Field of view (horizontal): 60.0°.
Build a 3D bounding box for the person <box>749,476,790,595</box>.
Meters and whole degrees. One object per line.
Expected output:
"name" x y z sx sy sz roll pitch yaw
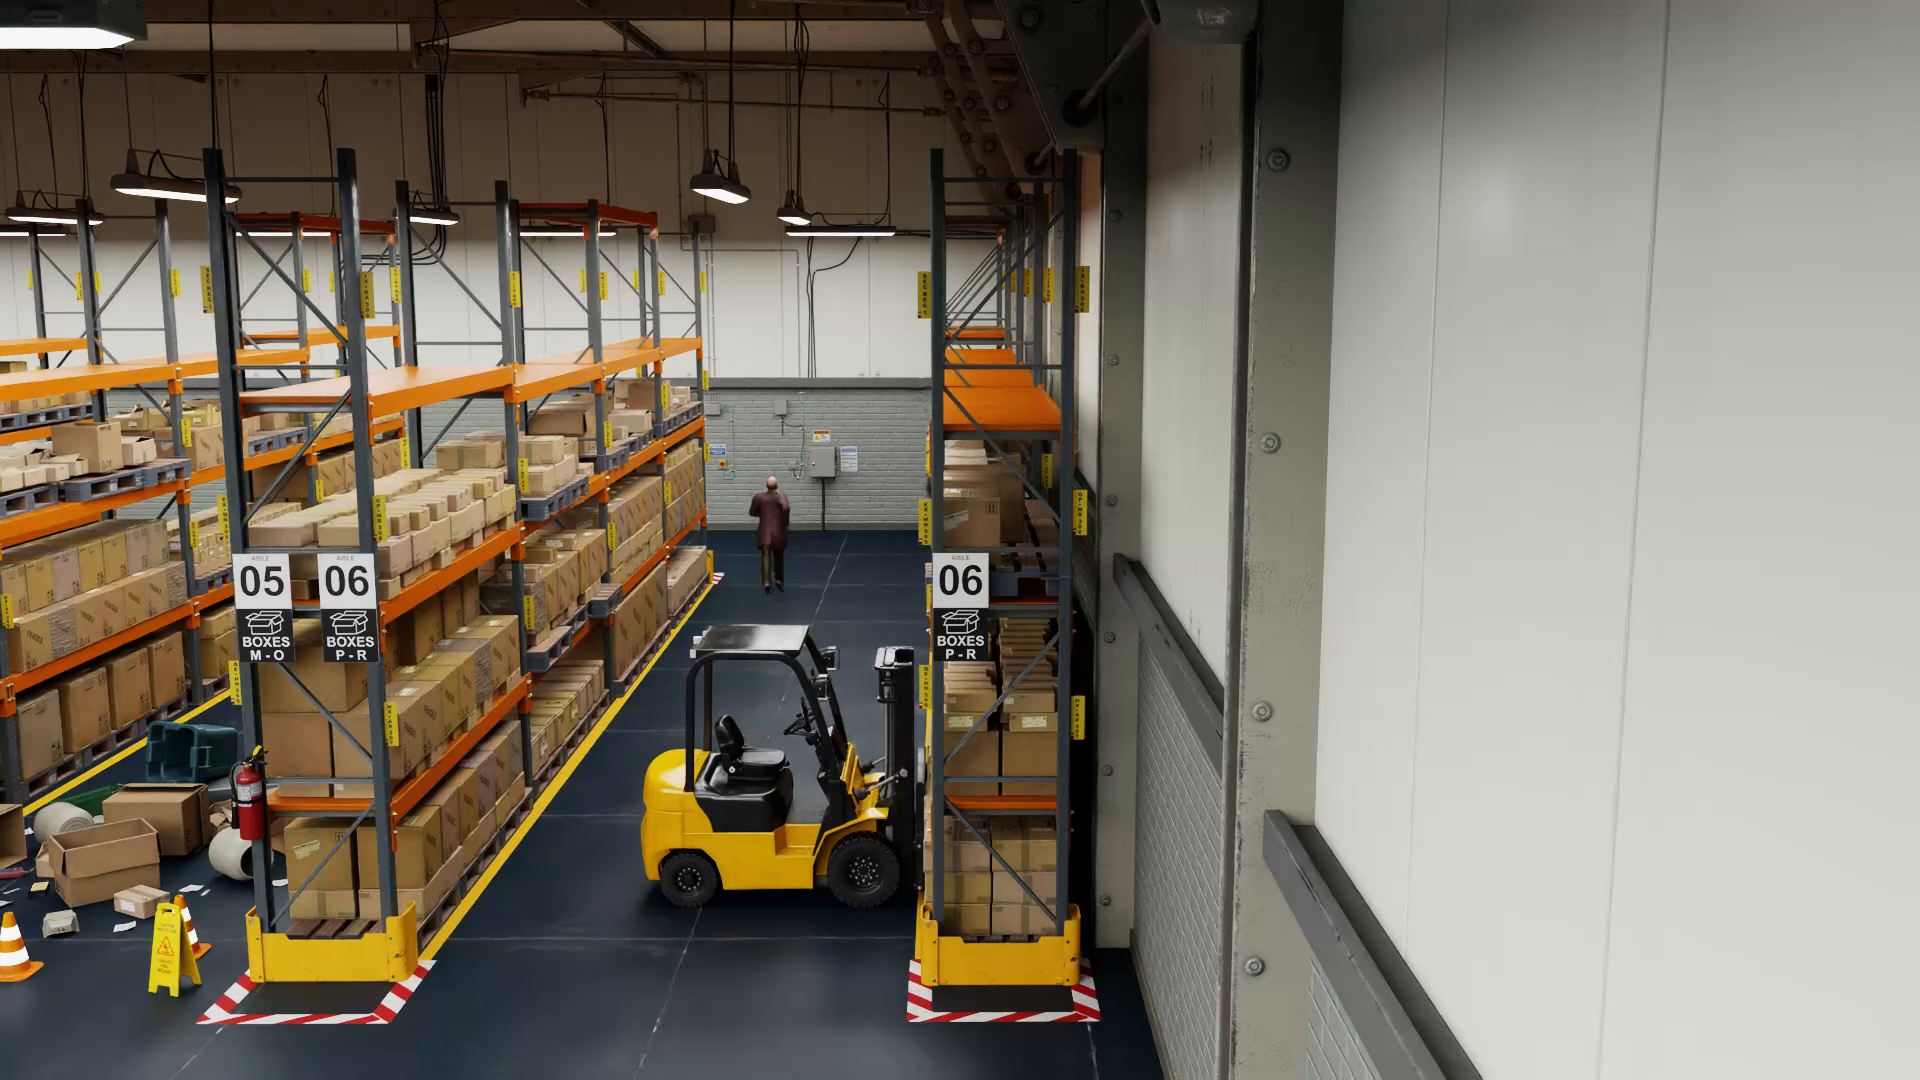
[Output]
"person" -2.898 -0.038 25.409 0.653 1.859 1.028 0 9 -1
